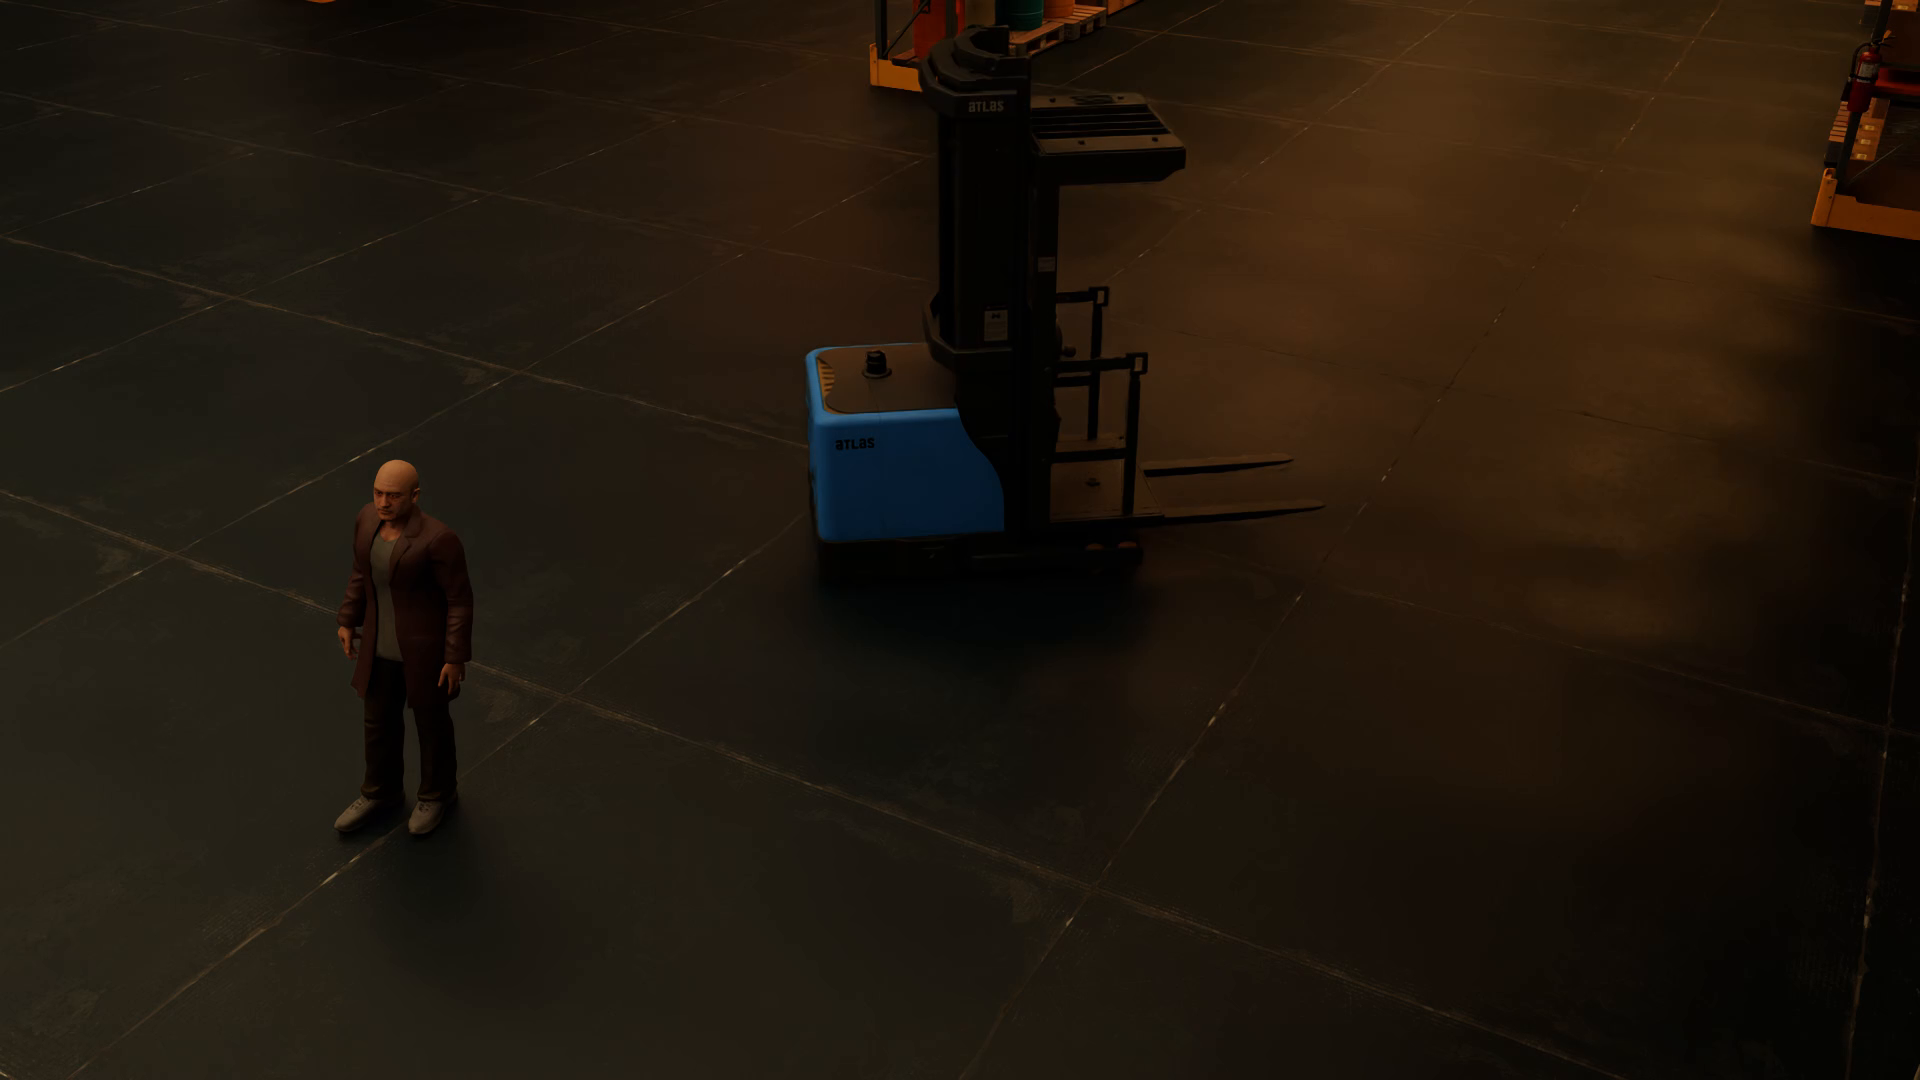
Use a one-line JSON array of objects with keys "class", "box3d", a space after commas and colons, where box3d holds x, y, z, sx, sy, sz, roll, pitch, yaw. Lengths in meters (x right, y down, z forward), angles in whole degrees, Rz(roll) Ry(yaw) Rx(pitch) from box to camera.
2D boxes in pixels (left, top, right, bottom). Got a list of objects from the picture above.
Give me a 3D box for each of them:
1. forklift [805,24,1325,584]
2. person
[{"class": "forklift", "box3d": [0.631, -1.339, 9.391, 3.031, 2.935, 1.130, -4, 30, -7]}, {"class": "person", "box3d": [-2.487, 0.509, 7.327, 0.698, 1.777, 0.581, 12, 32, 19]}]
